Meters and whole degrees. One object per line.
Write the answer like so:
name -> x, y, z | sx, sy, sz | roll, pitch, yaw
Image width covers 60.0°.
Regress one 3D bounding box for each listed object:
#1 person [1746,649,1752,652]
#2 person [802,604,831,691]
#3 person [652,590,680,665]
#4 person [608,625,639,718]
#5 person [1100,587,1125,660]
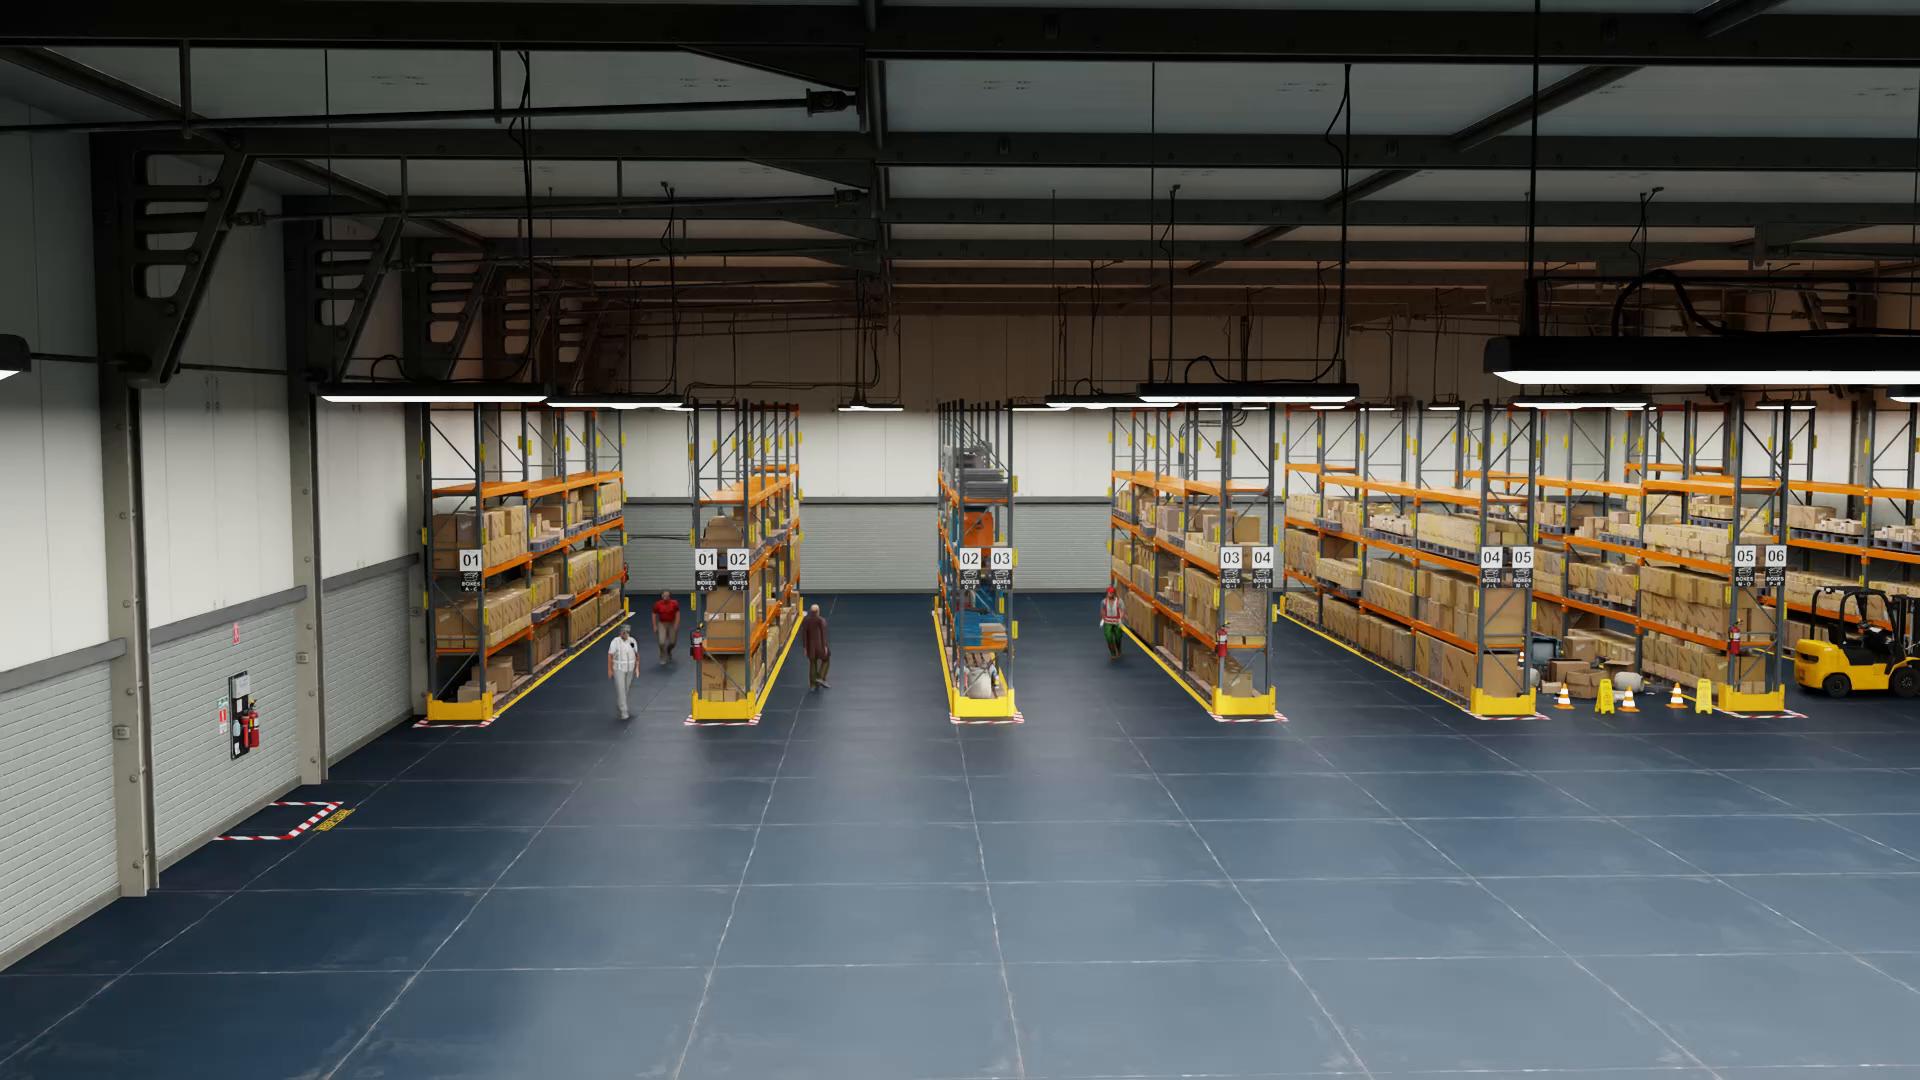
person -> 18.041, 2.007, 38.244 | 0.468, 1.724, 0.591 | -1, 4, -13
person -> -2.985, 2.213, 34.381 | 0.593, 1.763, 0.552 | 1, 4, 12
person -> -6.753, 1.985, 38.158 | 0.626, 1.711, 0.636 | -1, 5, -17
person -> -6.362, 2.449, 31.544 | 0.571, 1.708, 0.945 | -4, 6, -41
person -> 3.569, 1.925, 38.916 | 0.593, 1.698, 0.782 | 1, 4, 11
